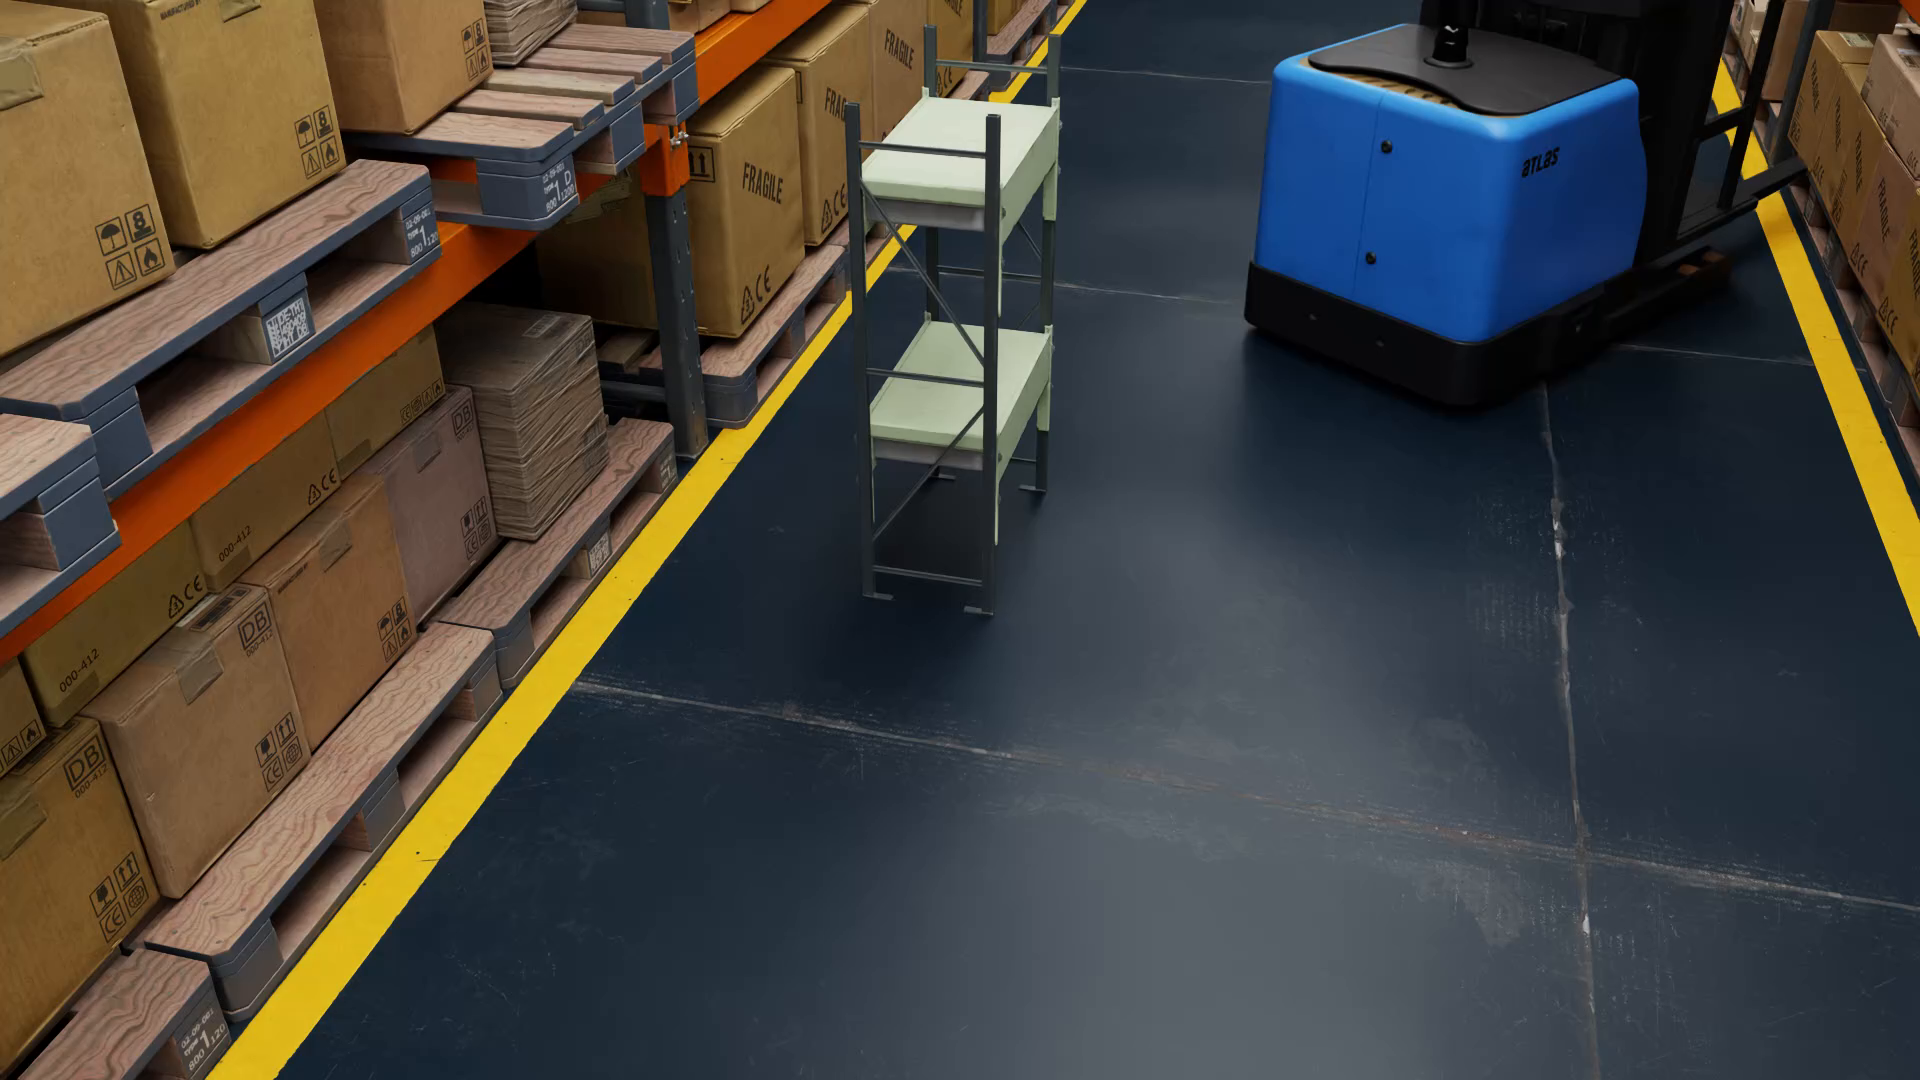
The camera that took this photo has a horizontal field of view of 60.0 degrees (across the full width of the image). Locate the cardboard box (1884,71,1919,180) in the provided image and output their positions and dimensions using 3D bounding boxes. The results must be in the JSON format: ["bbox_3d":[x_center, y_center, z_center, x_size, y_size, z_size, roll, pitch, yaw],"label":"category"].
[{"bbox_3d":[3.700,-1.485,6.011,0.500,0.250,0.500,7,33,11],"label":"cardboard box"}]

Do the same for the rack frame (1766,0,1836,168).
[{"bbox_3d":[4.439,-3.035,7.228,1.000,3.000,0.127,8,33,12],"label":"rack frame"}]

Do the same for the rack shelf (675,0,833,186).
[{"bbox_3d":[-0.861,-2.366,6.847,1.077,0.370,4.000,8,33,12],"label":"rack shelf"}]

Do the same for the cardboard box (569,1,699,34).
[{"bbox_3d":[-1.061,-1.674,5.302,0.380,0.149,0.250,8,33,12],"label":"cardboard box"}]

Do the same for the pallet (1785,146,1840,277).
[{"bbox_3d":[4.269,-1.431,7.304,1.003,0.211,1.213,8,33,12],"label":"pallet"}]

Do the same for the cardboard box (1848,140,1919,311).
[{"bbox_3d":[3.693,-1.149,6.181,0.500,0.500,0.500,7,33,11],"label":"cardboard box"}]

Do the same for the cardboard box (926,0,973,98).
[{"bbox_3d":[-0.393,-2.623,8.192,0.750,0.750,0.750,8,33,13],"label":"cardboard box"}]

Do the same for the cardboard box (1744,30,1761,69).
[{"bbox_3d":[4.346,-2.555,8.720,0.380,0.149,0.250,8,33,12],"label":"cardboard box"}]

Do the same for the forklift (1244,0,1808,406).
[{"bbox_3d":[2.545,-2.374,6.252,3.031,2.935,1.130,-25,40,-34],"label":"forklift"}]

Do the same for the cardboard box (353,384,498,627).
[{"bbox_3d":[-1.744,-0.130,4.579,0.700,0.500,0.500,8,33,12],"label":"cardboard box"}]

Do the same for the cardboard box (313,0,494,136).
[{"bbox_3d":[-1.594,-1.321,4.028,0.700,0.500,0.500,5,33,8],"label":"cardboard box"}]

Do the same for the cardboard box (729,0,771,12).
[{"bbox_3d":[-0.840,-1.930,5.705,0.380,0.149,0.250,9,34,14],"label":"cardboard box"}]

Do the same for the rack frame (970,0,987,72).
[{"bbox_3d":[-0.354,-3.708,8.286,1.000,3.000,0.127,8,33,12],"label":"rack frame"}]

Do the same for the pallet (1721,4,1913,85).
[{"bbox_3d":[4.922,-2.849,9.536,1.003,0.211,1.213,8,33,12],"label":"pallet"}]

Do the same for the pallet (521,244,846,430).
[{"bbox_3d":[-1.096,-0.854,6.396,1.003,0.211,1.213,8,33,12],"label":"pallet"}]

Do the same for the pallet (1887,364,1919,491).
[{"bbox_3d":[3.650,-0.165,5.313,1.003,0.211,1.213,8,33,12],"label":"pallet"}]

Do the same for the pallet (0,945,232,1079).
[{"bbox_3d":[-2.188,1.216,3.140,1.003,0.211,1.213,8,33,12],"label":"pallet"}]

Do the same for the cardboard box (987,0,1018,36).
[{"bbox_3d":[-0.065,-3.204,9.432,0.700,0.500,0.500,8,33,13],"label":"cardboard box"}]

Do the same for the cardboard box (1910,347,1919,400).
[{"bbox_3d":[3.434,-0.607,5.329,0.500,0.500,0.500,9,34,14],"label":"cardboard box"}]

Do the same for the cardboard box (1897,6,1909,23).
[{"bbox_3d":[4.911,-3.143,9.315,0.797,0.503,0.637,8,33,12],"label":"cardboard box"}]

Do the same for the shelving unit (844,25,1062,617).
[{"bbox_3d":[-0.002,-0.629,4.842,0.431,1.500,0.755,8,33,12],"label":"shelving unit"}]

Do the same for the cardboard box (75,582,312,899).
[{"bbox_3d":[-1.962,0.395,3.753,0.700,0.500,0.500,8,33,13],"label":"cardboard box"}]

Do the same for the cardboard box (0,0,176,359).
[{"bbox_3d":[-1.936,-0.678,3.018,0.700,0.500,0.500,13,35,19],"label":"cardboard box"}]

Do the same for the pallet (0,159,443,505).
[{"bbox_3d":[-1.832,-0.518,3.448,1.003,0.211,1.213,8,33,12],"label":"pallet"}]

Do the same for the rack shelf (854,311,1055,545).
[{"bbox_3d":[-0.002,-0.354,5.017,0.431,0.370,0.720,8,33,12],"label":"rack shelf"}]

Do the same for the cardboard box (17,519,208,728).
[{"bbox_3d":[-1.976,0.113,3.497,0.500,0.250,0.500,7,33,11],"label":"cardboard box"}]

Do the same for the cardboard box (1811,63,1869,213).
[{"bbox_3d":[3.956,-1.670,7.000,0.500,0.500,0.500,8,33,13],"label":"cardboard box"}]

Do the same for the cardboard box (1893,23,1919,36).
[{"bbox_3d":[4.964,-2.664,8.875,0.380,0.166,0.250,8,33,12],"label":"cardboard box"}]

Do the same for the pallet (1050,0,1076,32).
[{"bbox_3d":[0.223,-3.550,10.637,1.003,0.211,1.213,8,33,12],"label":"pallet"}]

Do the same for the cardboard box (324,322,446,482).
[{"bbox_3d":[-1.706,-0.411,4.322,0.500,0.250,0.500,9,33,13],"label":"cardboard box"}]

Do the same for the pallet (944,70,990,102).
[{"bbox_3d":[-0.477,-2.120,8.388,1.003,0.211,1.213,8,33,12],"label":"pallet"}]

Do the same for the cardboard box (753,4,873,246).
[{"bbox_3d":[-0.827,-1.719,6.771,0.750,0.750,0.750,8,33,12],"label":"cardboard box"}]

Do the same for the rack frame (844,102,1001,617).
[{"bbox_3d":[-0.095,-0.440,4.543,0.400,1.500,0.023,8,33,12],"label":"rack frame"}]
